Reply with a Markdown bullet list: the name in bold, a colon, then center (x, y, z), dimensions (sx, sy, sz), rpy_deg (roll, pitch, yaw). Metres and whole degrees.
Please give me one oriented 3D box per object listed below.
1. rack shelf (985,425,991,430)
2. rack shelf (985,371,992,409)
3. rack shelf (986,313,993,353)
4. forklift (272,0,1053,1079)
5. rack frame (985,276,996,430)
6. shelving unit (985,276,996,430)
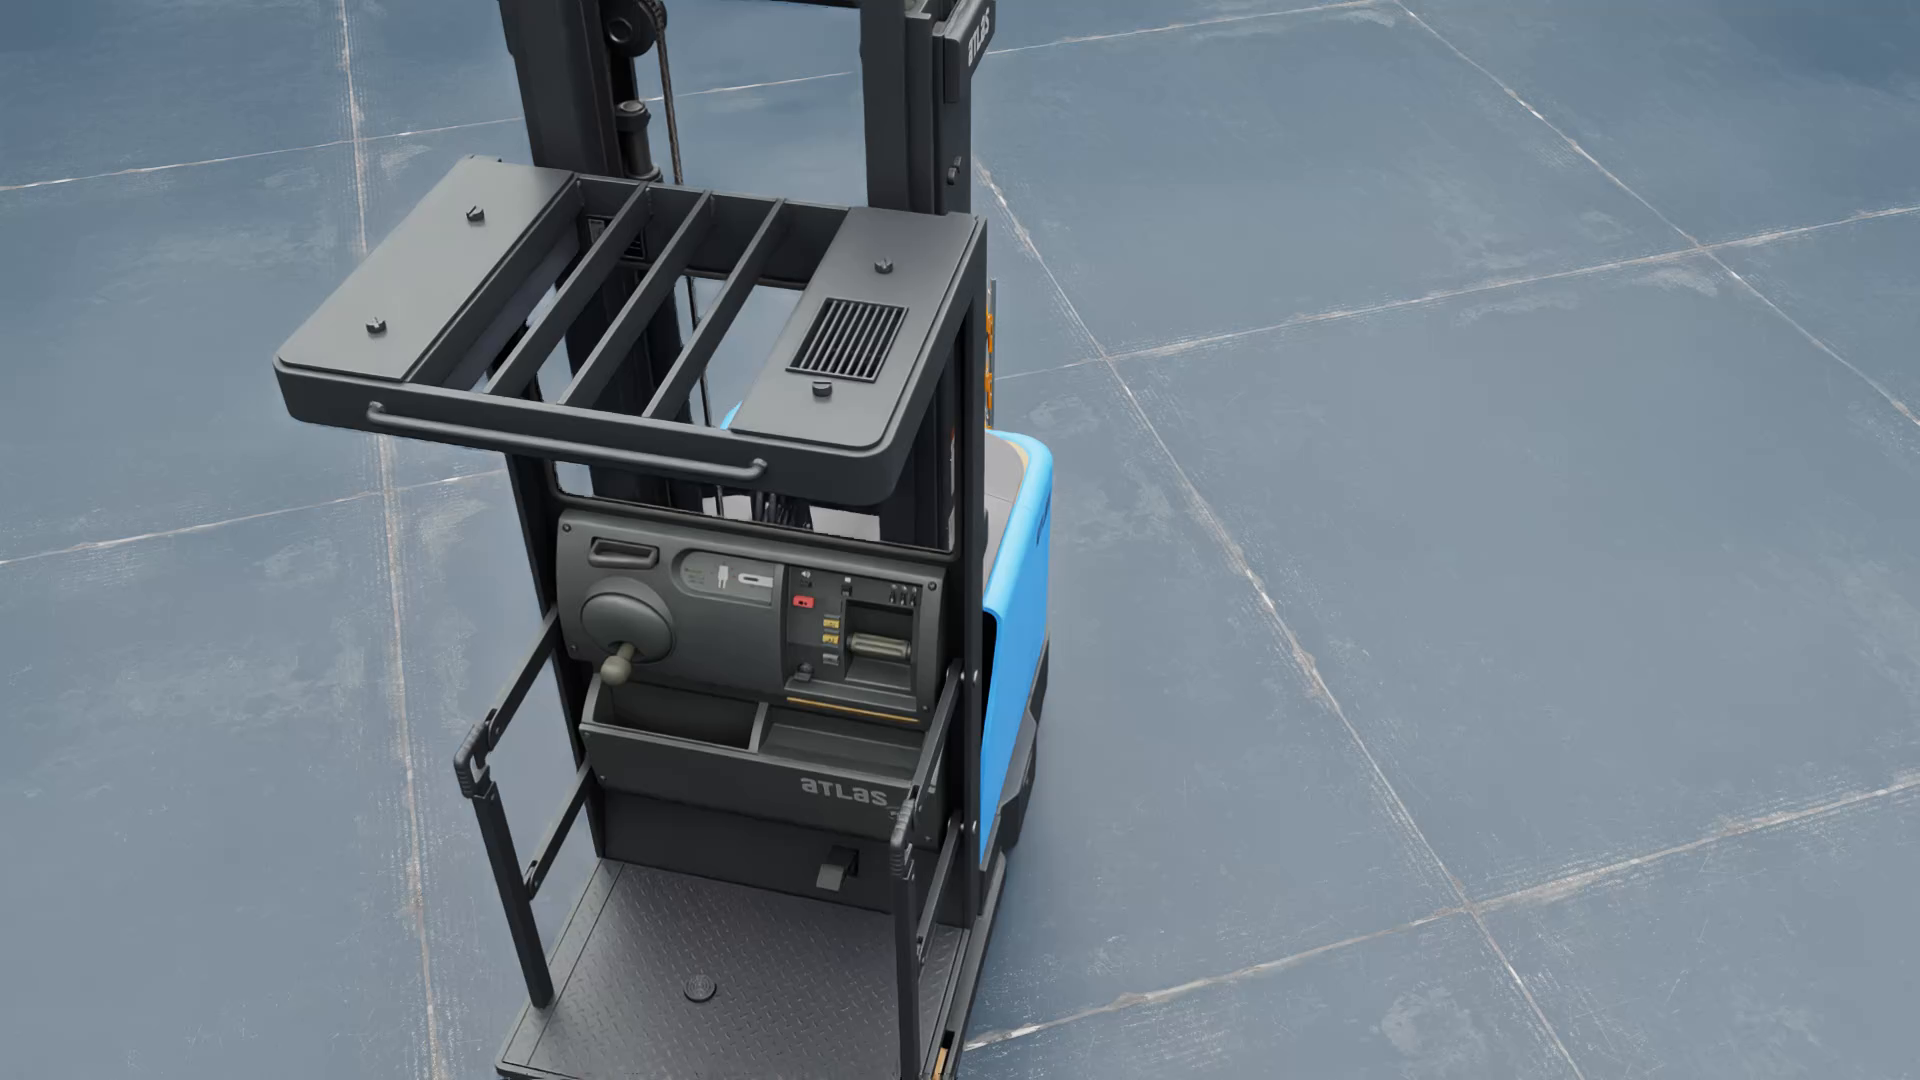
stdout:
- **rack shelf**: center (-0.158, -0.368, 5.862), dimensions (0.480, 0.148, 0.258), rpy_deg (-12, 42, -13)
- **rack shelf**: center (-0.158, -0.537, 5.715), dimensions (0.480, 0.148, 0.258), rpy_deg (-12, 42, -13)
- **rack shelf**: center (-0.158, -0.715, 5.559), dimensions (0.480, 0.148, 0.258), rpy_deg (-12, 42, -13)
- **forklift**: center (-0.544, 0.269, 3.715), dimensions (1.130, 2.935, 3.031), rpy_deg (9, 42, 10)
- **rack frame**: center (0.075, -0.467, 5.873), dimensions (0.015, 1.200, 0.240), rpy_deg (-12, 42, -13)
- **shelving unit**: center (-0.158, -0.419, 5.818), dimensions (0.503, 1.200, 0.258), rpy_deg (-12, 42, -13)
